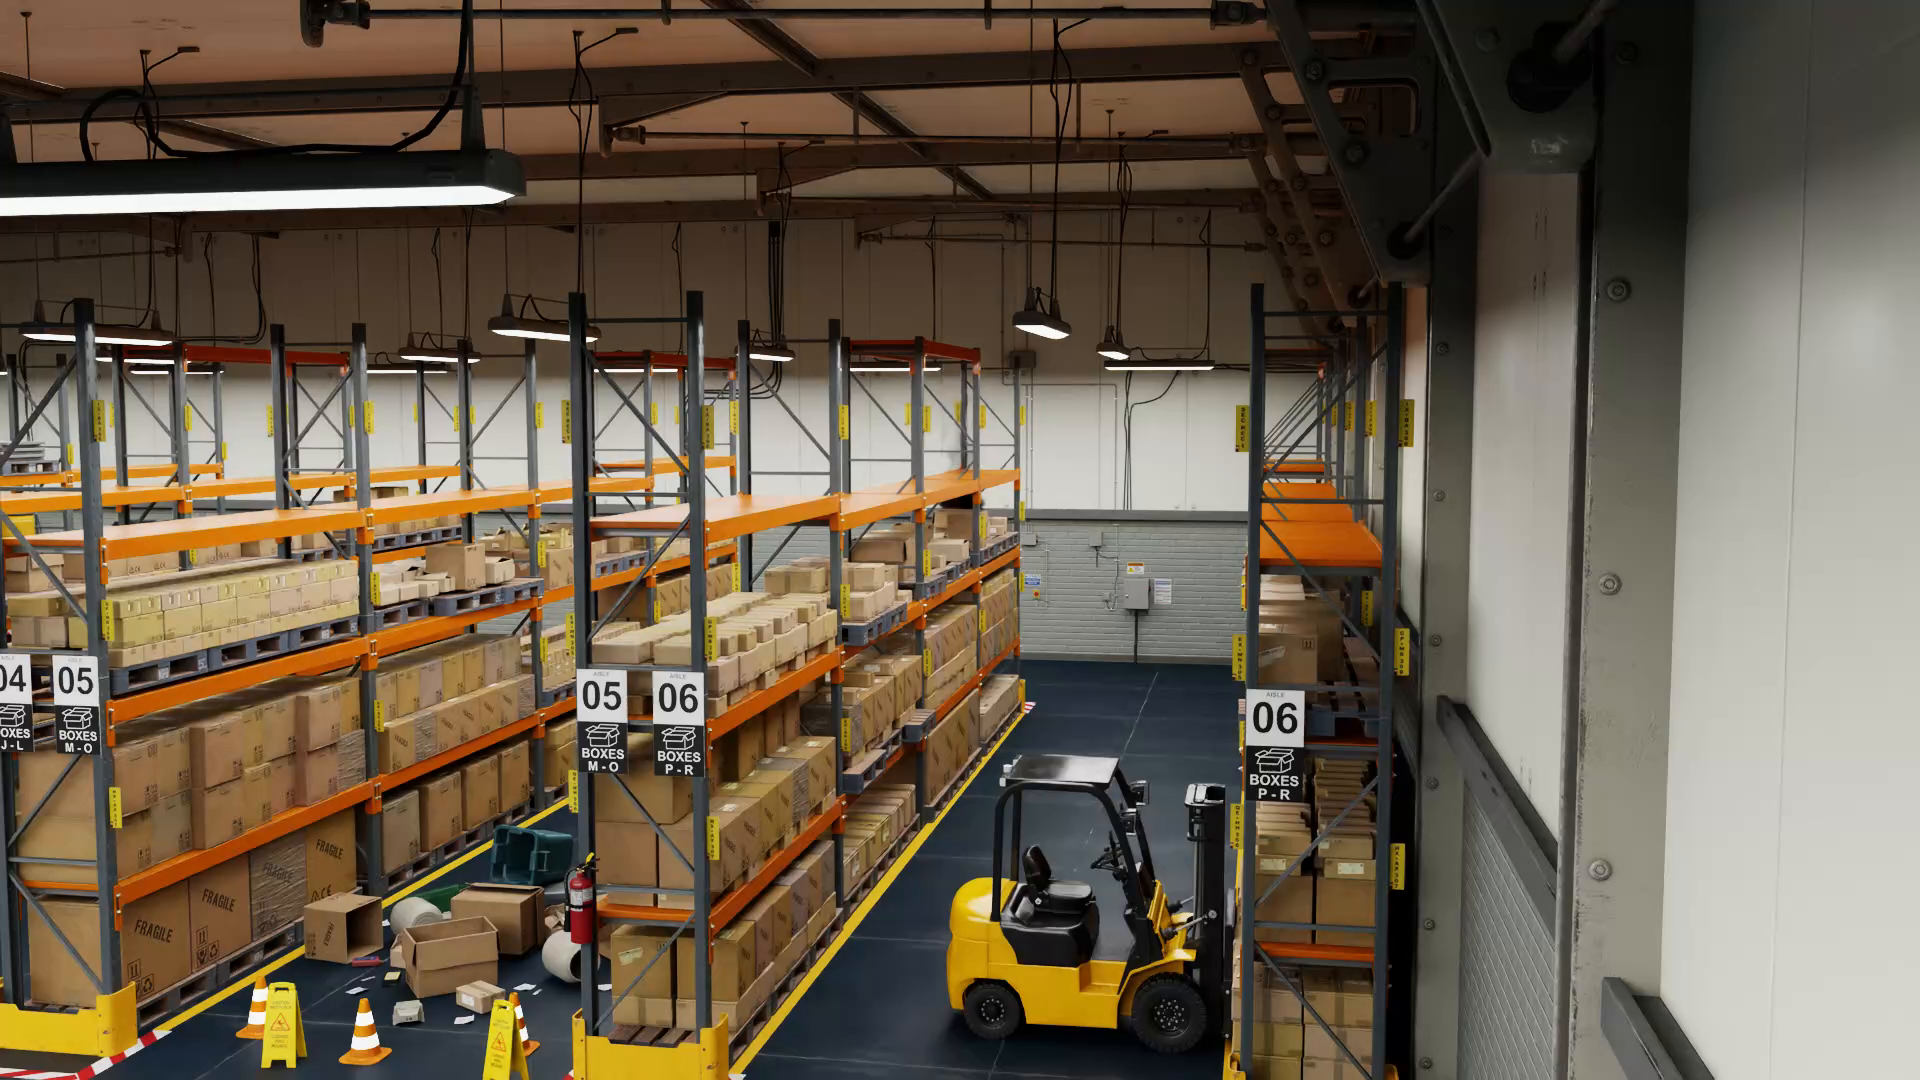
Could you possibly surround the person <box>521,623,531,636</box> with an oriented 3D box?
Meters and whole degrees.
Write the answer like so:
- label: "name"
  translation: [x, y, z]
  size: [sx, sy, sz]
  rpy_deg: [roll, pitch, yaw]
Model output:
- label: "person"
  translation: [-6.993, 2.189, 27.037]
  size: [0.581, 1.694, 0.765]
  rpy_deg: [1, 5, 15]
